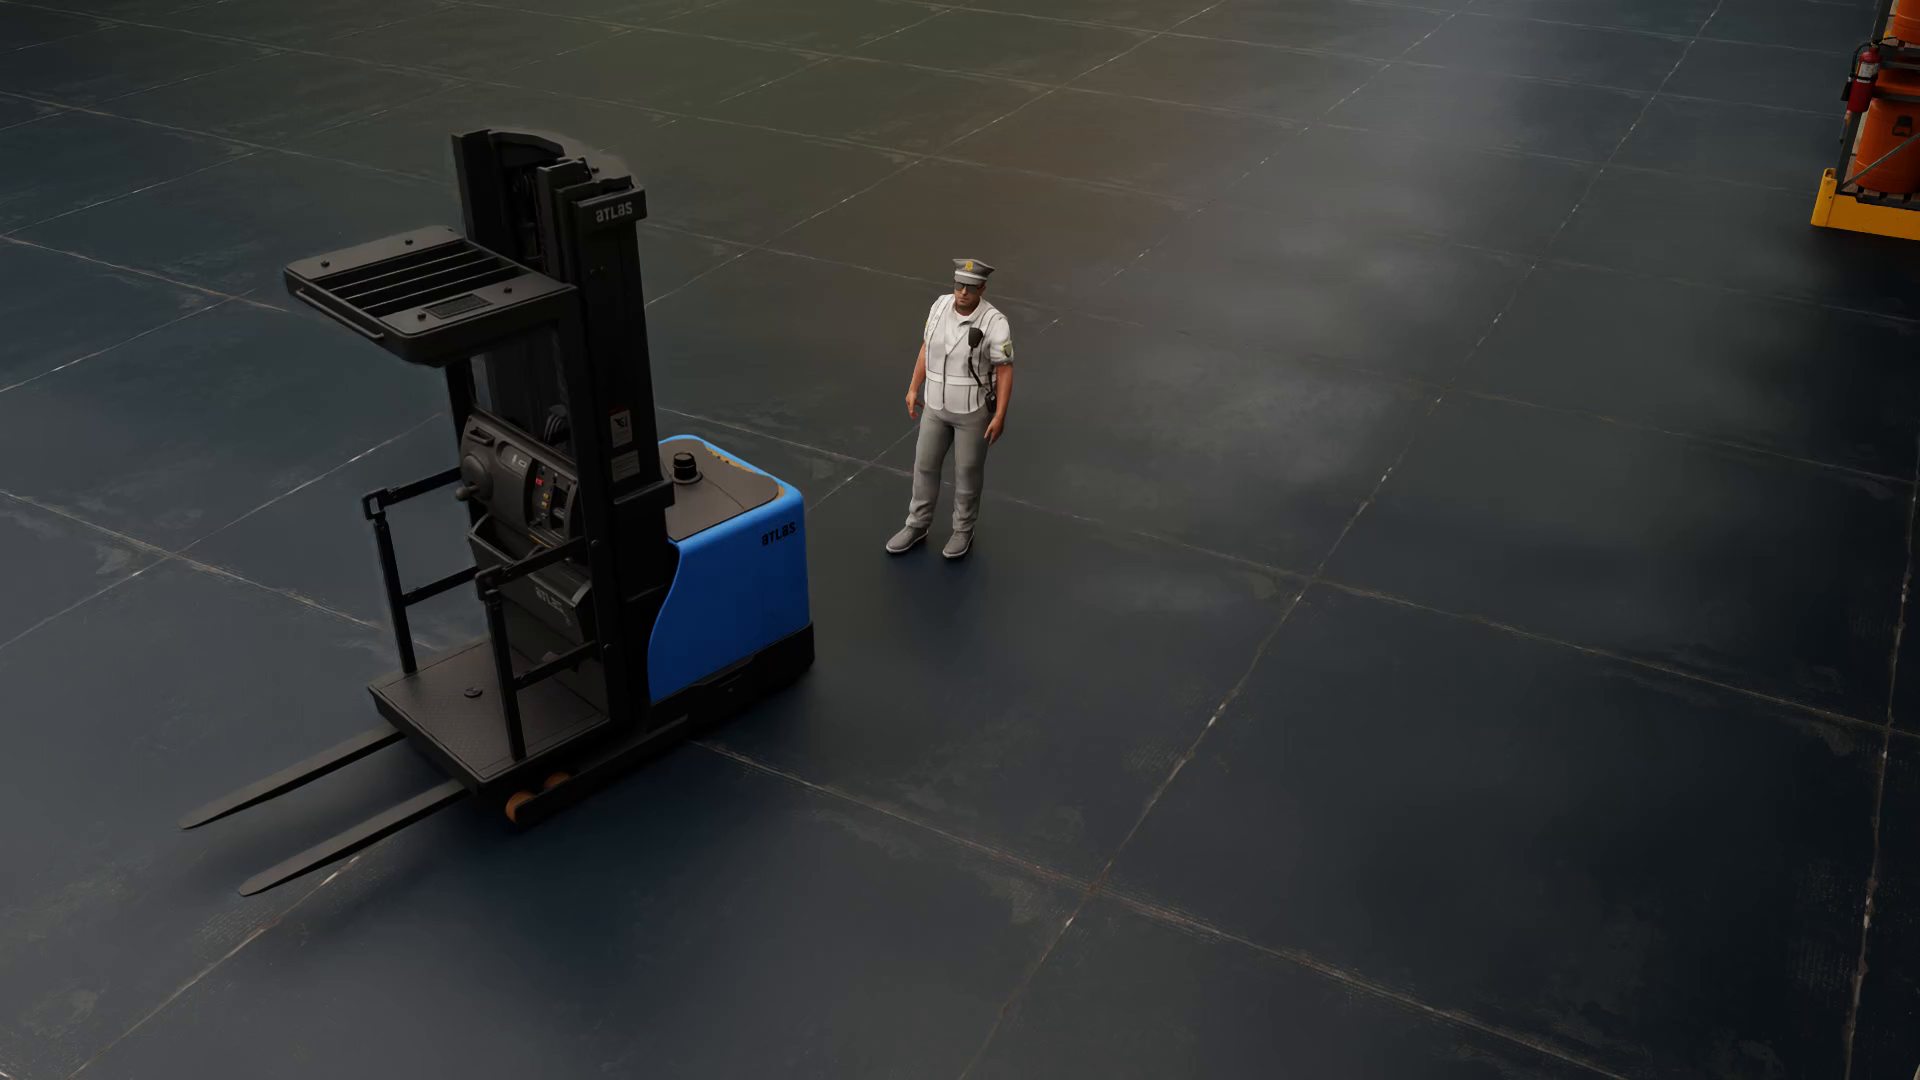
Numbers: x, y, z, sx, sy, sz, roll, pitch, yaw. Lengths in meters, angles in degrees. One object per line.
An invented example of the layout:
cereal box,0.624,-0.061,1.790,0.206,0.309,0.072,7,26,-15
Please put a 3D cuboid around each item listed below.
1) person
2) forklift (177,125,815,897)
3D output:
person,-0.048,-0.747,9.499,0.641,1.780,0.574,15,33,25
forklift,-2.166,-0.234,7.476,3.031,2.935,1.130,-26,39,-38
